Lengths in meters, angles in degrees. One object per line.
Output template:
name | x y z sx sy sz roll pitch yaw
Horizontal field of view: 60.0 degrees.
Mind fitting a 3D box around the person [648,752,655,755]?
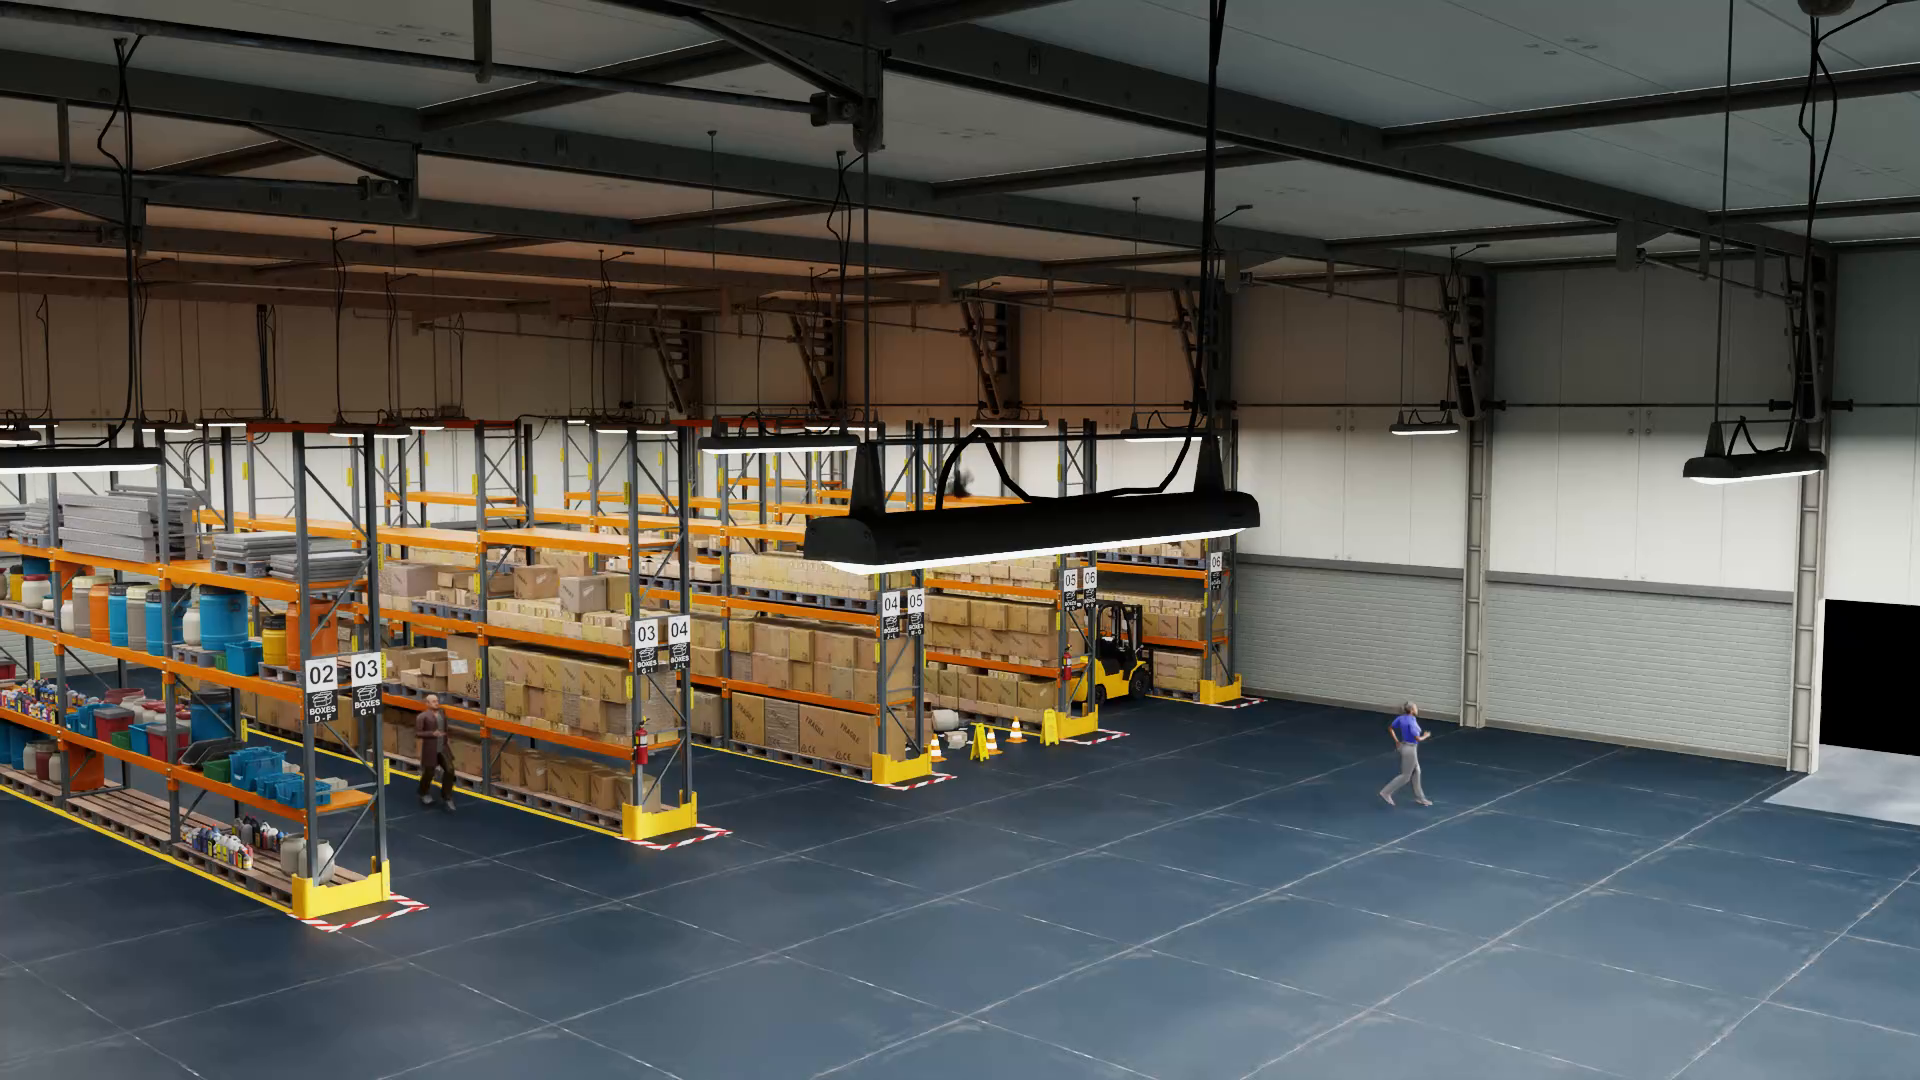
person | -5.613 3.006 29.965 0.563 1.757 0.710 4 6 40

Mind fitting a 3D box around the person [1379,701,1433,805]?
person | 7.002 3.359 26.063 0.900 1.649 0.604 -1 5 -6

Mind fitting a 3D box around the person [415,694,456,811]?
person | -8.238 3.324 26.032 0.867 1.851 0.687 4 6 41
